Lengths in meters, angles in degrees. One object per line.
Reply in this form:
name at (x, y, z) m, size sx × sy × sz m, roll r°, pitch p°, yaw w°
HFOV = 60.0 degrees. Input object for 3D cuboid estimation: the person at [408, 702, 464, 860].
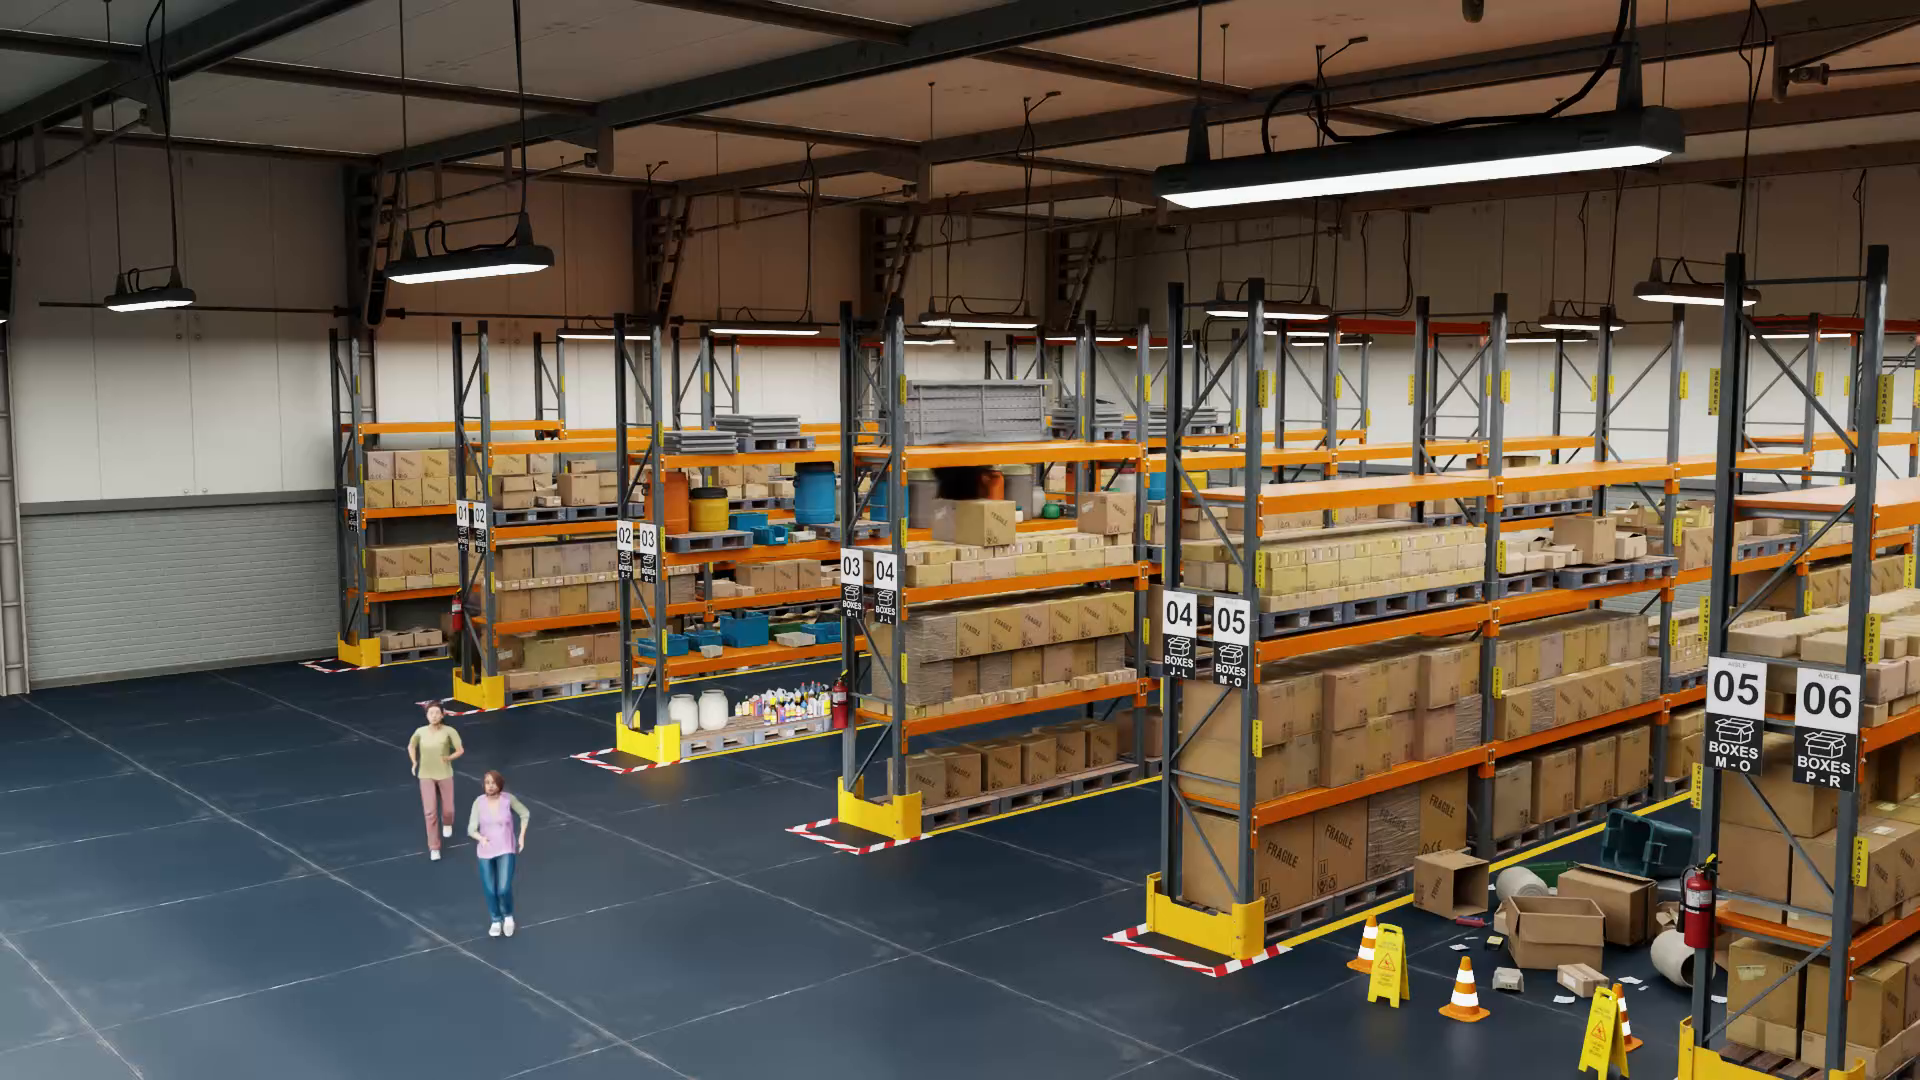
person at (-5.664, 2.567, 17.989) m, size 0.590 × 1.642 × 0.863 m, roll -1°, pitch 6°, yaw -14°

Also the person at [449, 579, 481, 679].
person at (-8.308, 1.571, 28.015) m, size 0.671 × 1.714 × 0.773 m, roll 4°, pitch 7°, yaw 36°

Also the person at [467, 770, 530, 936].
person at (-4.215, 2.878, 15.157) m, size 0.518 × 1.570 × 0.638 m, roll -1°, pitch 6°, yaw -5°
